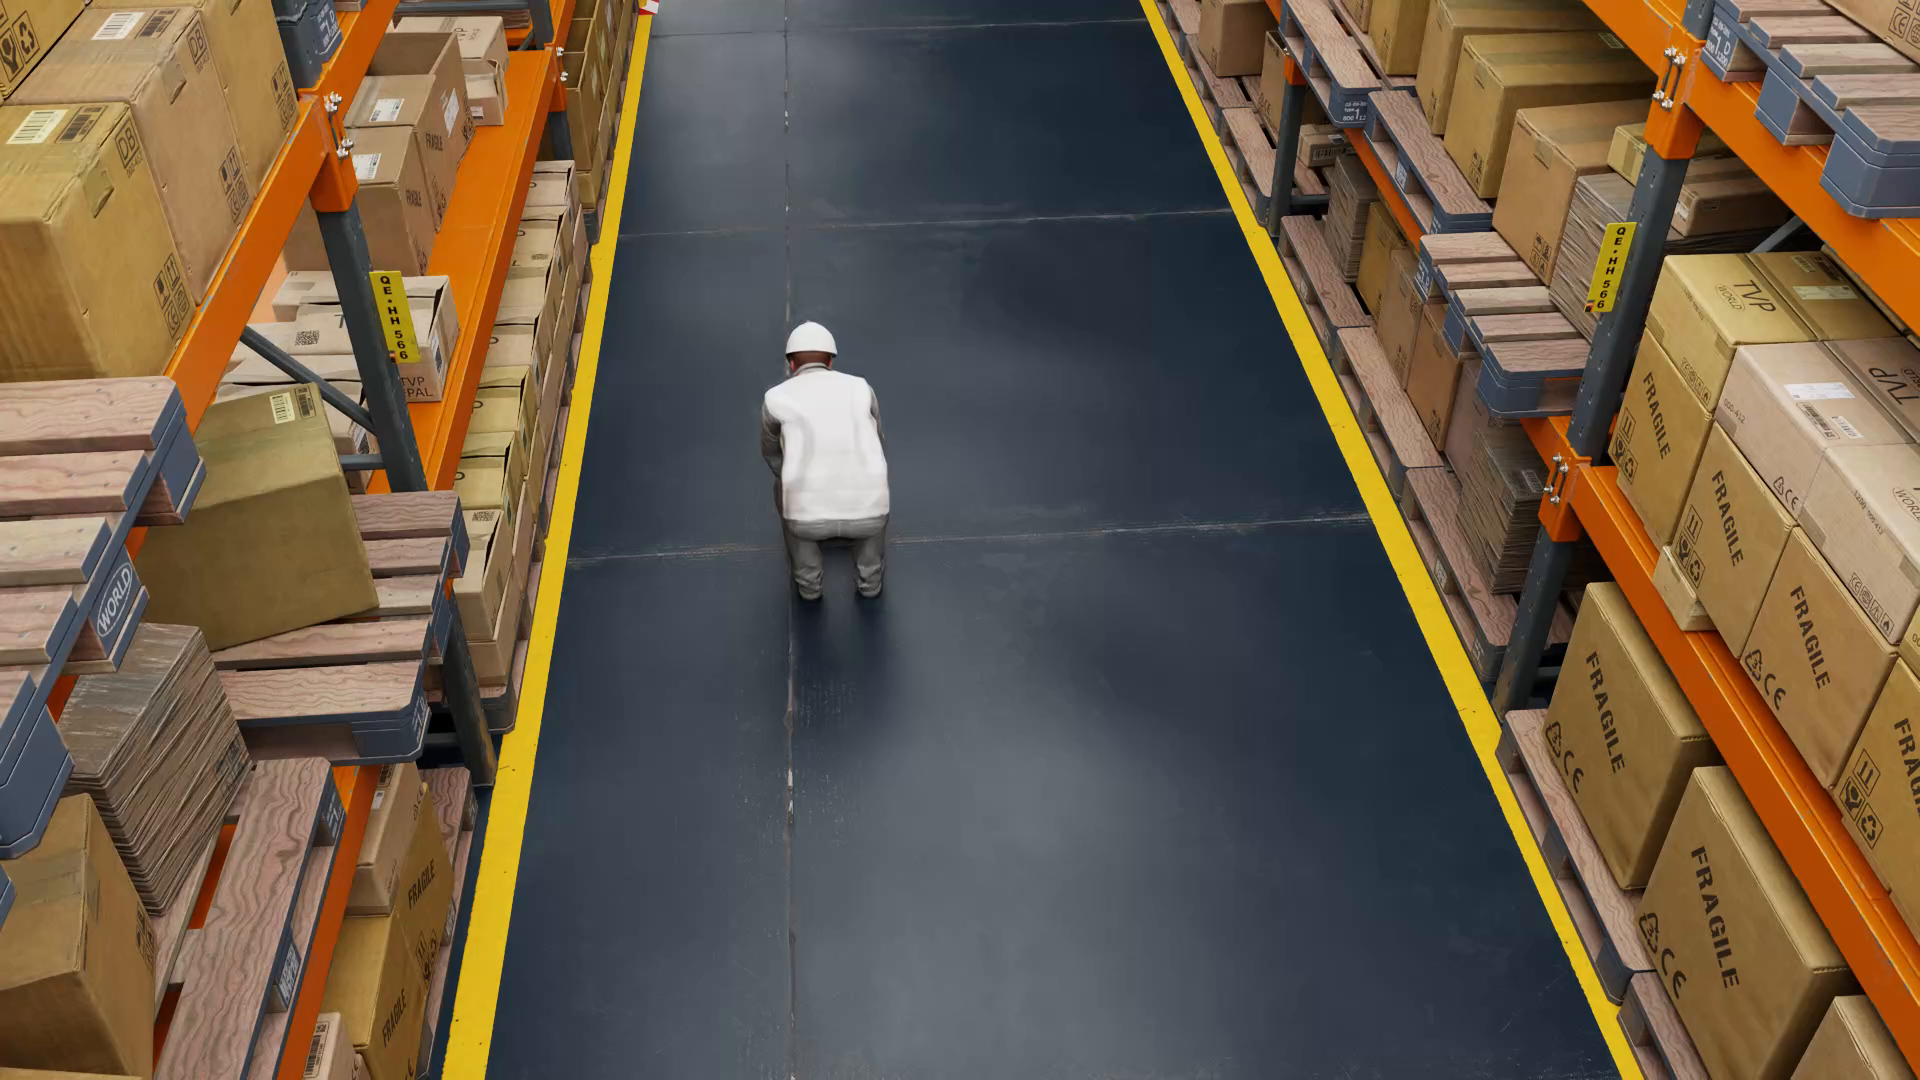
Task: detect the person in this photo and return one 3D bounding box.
[{"bbox_3d":[-0.576,-0.301,7.106,0.546,1.026,0.897,-3,39,-4],"label":"person"}]
